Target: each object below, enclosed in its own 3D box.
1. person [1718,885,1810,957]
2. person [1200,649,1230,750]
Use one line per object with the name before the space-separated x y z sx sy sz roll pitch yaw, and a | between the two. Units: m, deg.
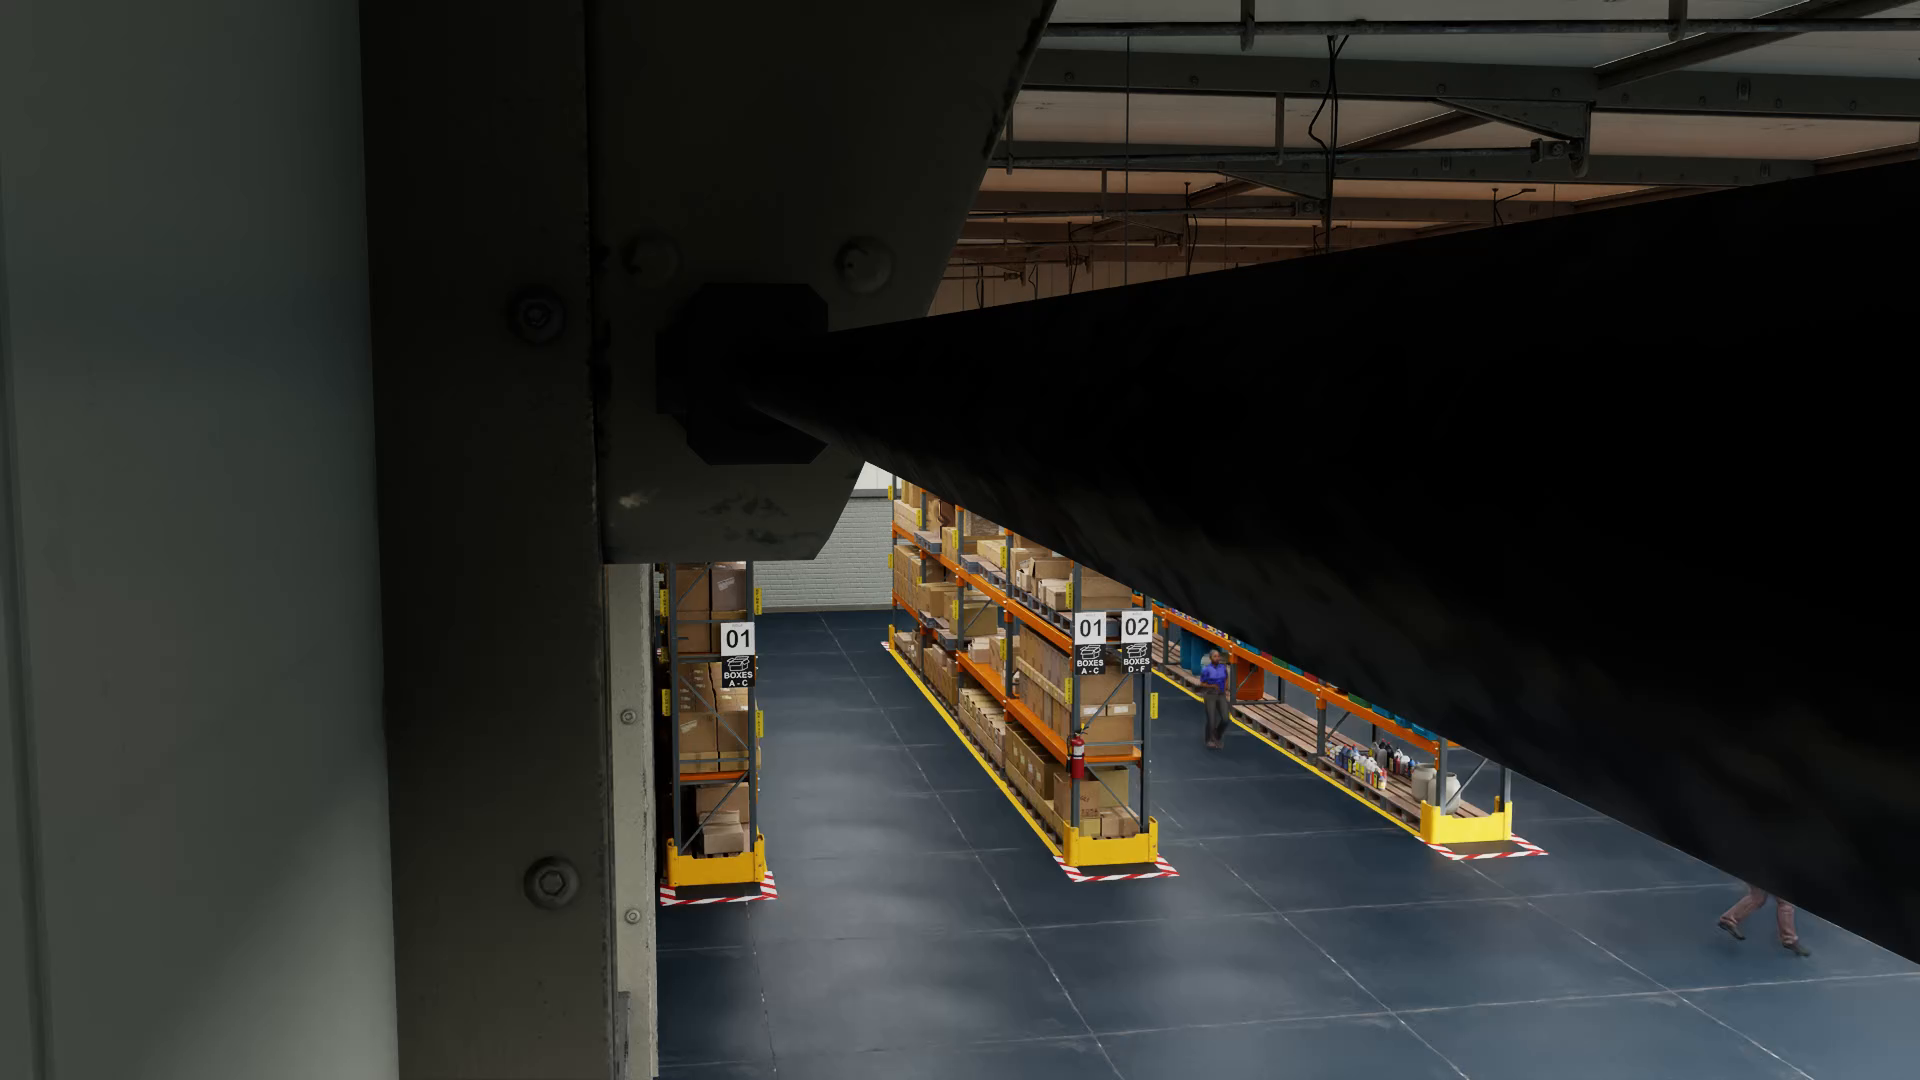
person | 8.659 3.542 17.848 0.898 1.761 0.652 2 6 15
person | 4.171 2.613 26.979 0.557 1.644 0.628 -1 6 -13
